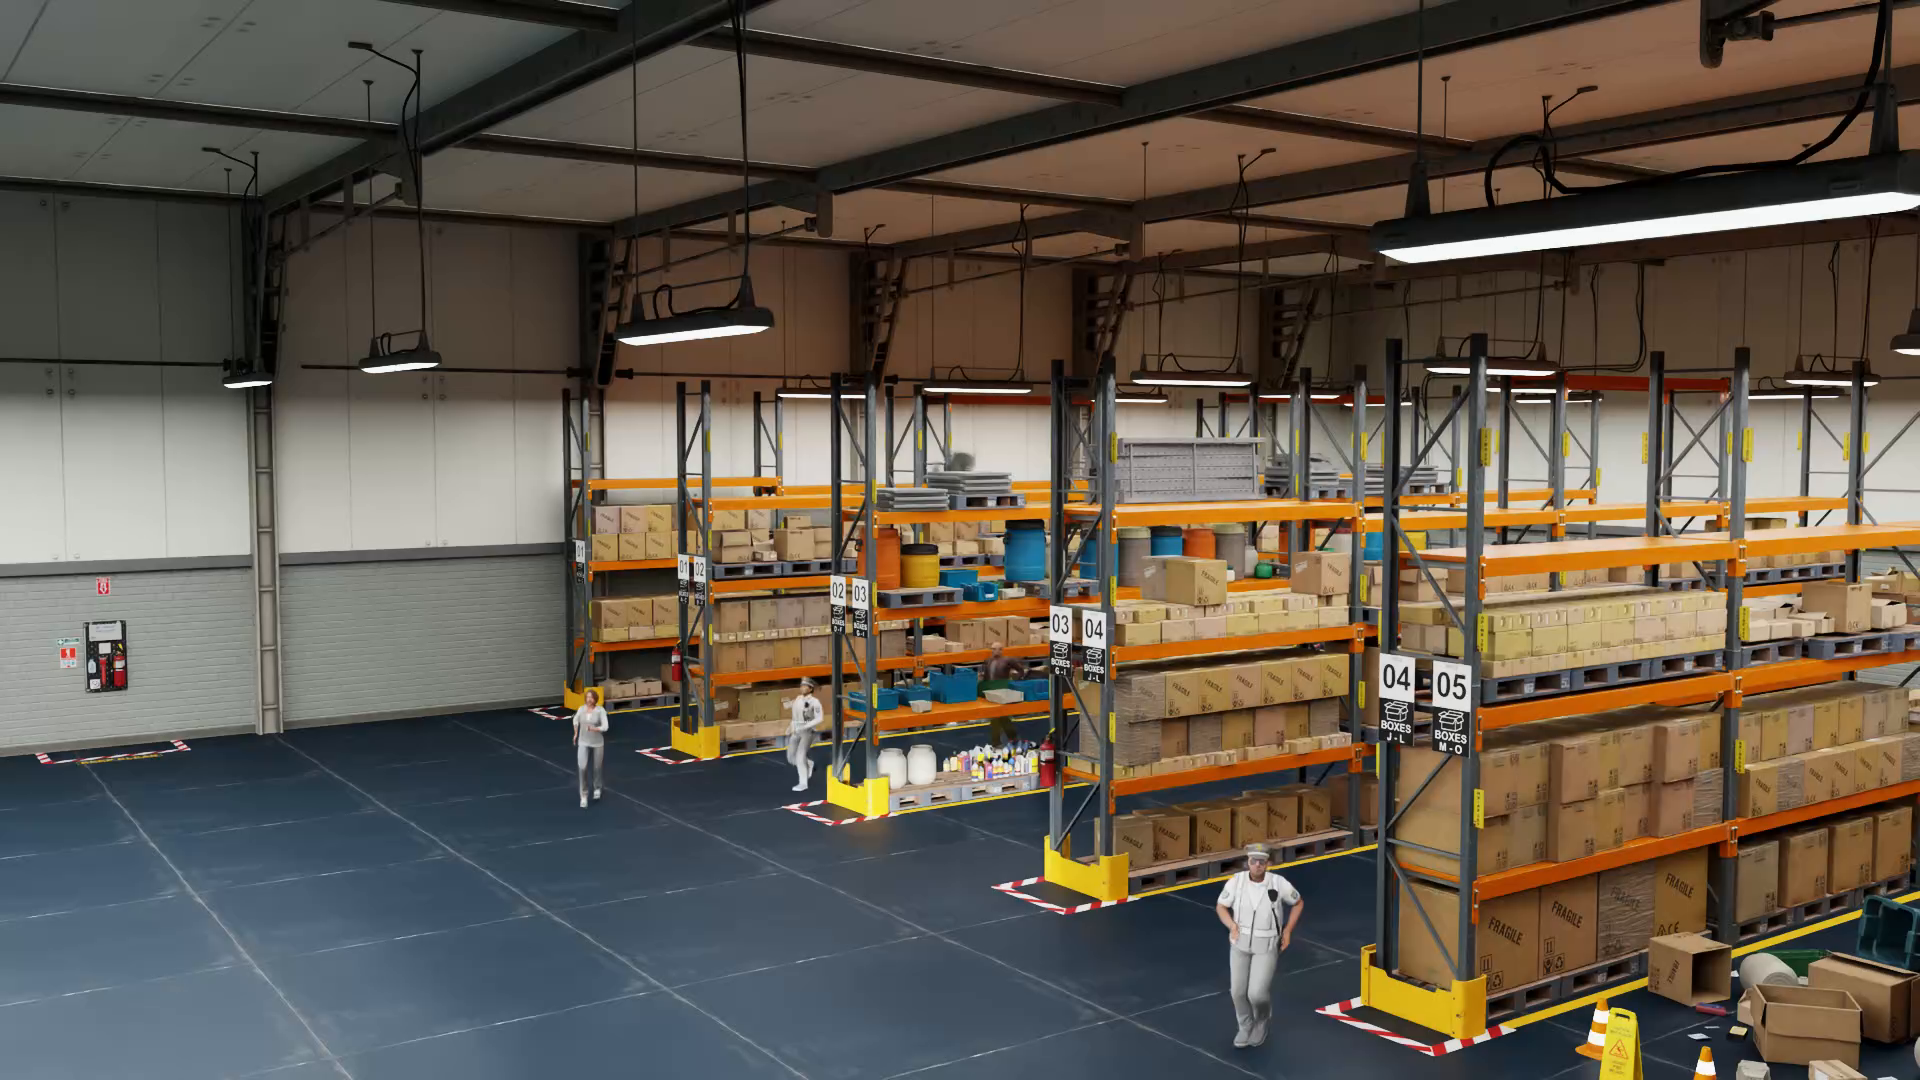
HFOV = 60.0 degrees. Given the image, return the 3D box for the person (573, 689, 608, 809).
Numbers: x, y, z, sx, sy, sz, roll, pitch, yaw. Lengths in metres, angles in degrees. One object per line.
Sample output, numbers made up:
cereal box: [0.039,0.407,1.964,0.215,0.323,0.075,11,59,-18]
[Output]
person: [-5.127,2.884,23.074,0.505,1.637,0.710,0,4,-6]

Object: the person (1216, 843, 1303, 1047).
person: [2.467,3.398,13.898,0.688,1.757,0.631,2,4,24]

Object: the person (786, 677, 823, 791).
person: [-2.271,2.794,24.076,0.605,1.643,0.477,3,5,39]

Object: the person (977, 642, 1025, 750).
person: [0.646,2.551,26.888,0.936,1.835,0.643,-3,5,-38]
